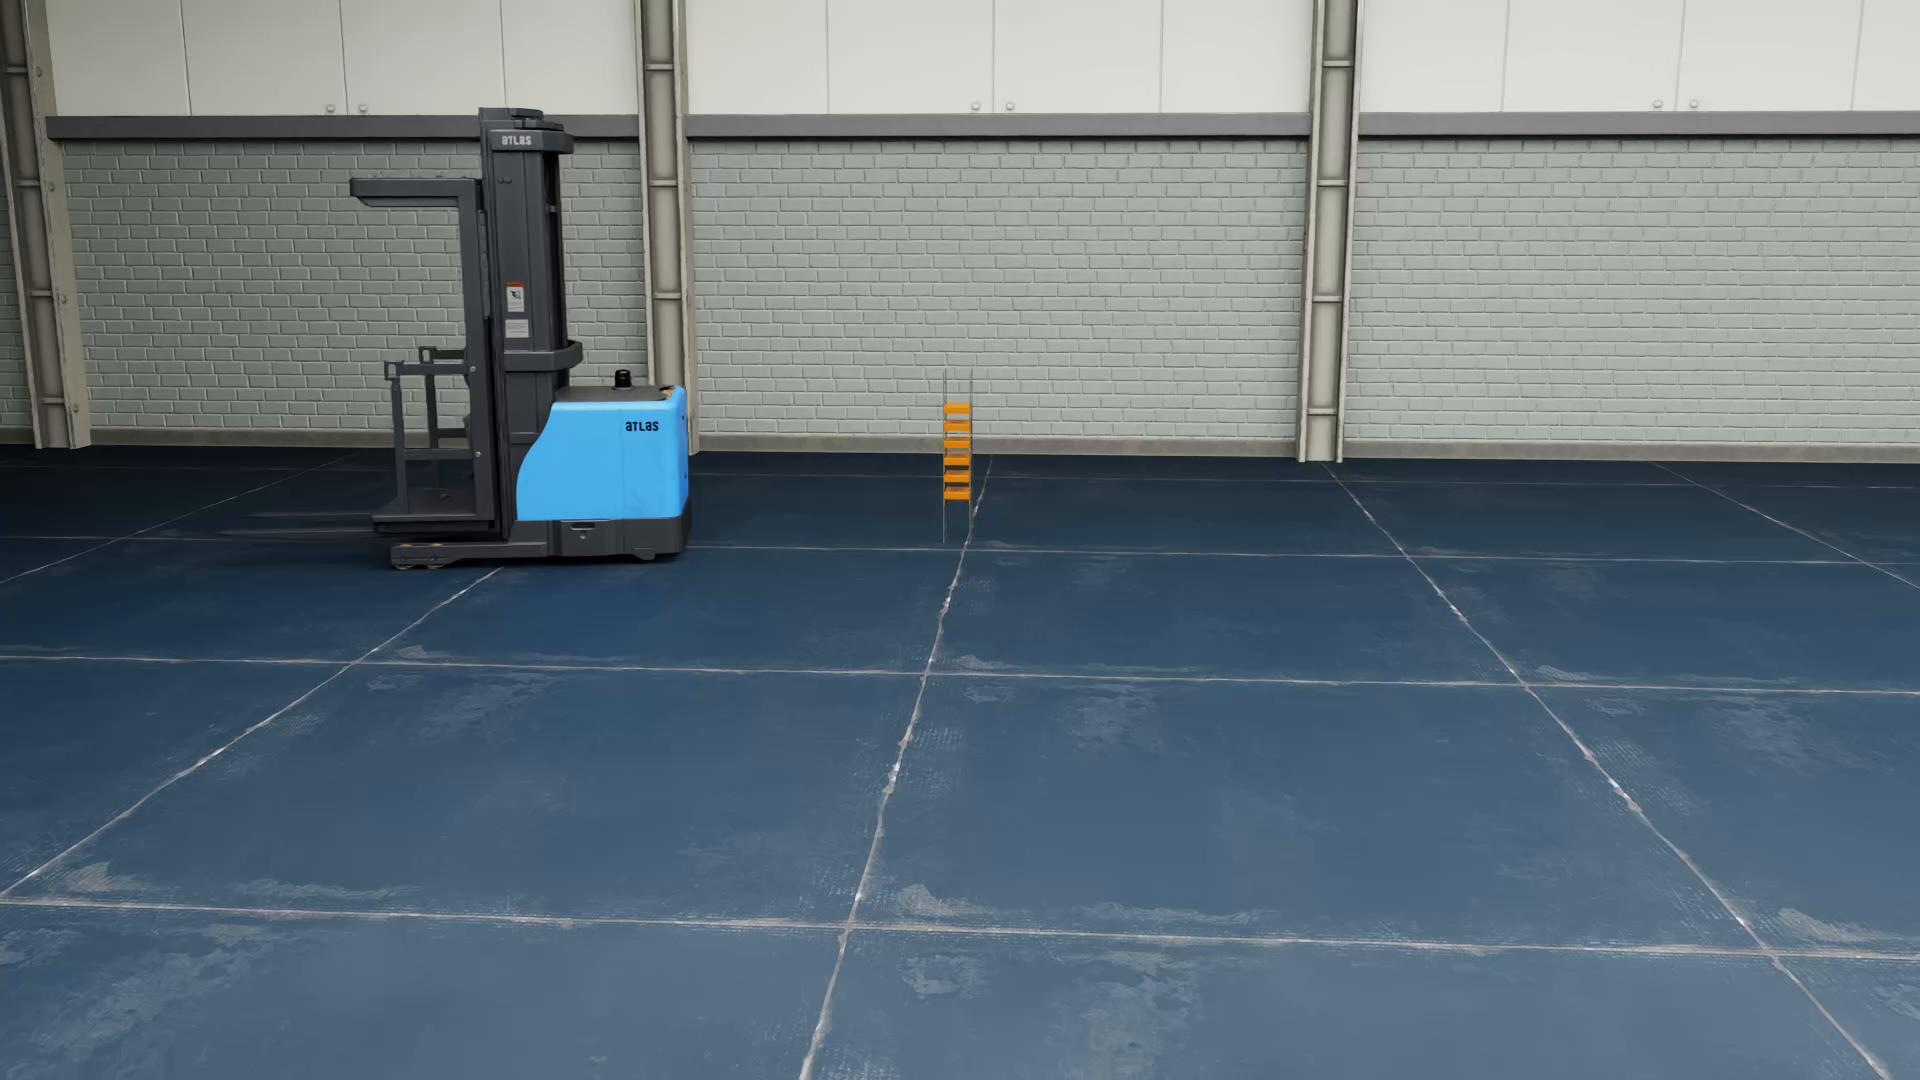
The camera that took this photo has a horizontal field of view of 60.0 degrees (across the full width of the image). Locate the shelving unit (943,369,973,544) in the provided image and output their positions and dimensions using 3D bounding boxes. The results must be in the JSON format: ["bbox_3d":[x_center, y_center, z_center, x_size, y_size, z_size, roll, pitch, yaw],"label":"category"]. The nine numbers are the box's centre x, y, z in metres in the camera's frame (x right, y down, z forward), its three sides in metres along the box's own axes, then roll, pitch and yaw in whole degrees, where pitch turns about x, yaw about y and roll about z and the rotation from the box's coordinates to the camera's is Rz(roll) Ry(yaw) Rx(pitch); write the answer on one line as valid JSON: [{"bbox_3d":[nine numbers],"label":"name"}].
[{"bbox_3d":[-0.014,-0.587,11.646,0.189,1.200,0.258,1,12,4],"label":"shelving unit"}]

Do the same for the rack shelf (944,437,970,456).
[{"bbox_3d":[-0.014,-0.661,11.631,0.180,0.103,0.258,1,12,4],"label":"rack shelf"}]

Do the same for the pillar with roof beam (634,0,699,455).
[{"bbox_3d":[-2.974,-4.350,10.584,0.400,9.000,9.100,1,12,4],"label":"pillar with roof beam"}]

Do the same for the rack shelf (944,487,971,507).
[{"bbox_3d":[-0.014,-0.309,11.704,0.180,0.103,0.258,1,12,4],"label":"rack shelf"}]

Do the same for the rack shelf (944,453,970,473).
[{"bbox_3d":[-0.014,-0.544,11.655,0.180,0.103,0.258,1,12,4],"label":"rack shelf"}]

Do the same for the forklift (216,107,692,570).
[{"bbox_3d":[-3.391,-1.355,11.085,3.031,2.935,1.130,-1,12,-5],"label":"forklift"}]

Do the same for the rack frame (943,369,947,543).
[{"bbox_3d":[-0.106,-0.589,11.652,0.006,1.200,0.240,1,12,4],"label":"rack frame"}]

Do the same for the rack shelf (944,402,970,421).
[{"bbox_3d":[-0.014,-0.896,11.582,0.180,0.103,0.258,1,12,4],"label":"rack shelf"}]

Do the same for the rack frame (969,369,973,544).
[{"bbox_3d":[0.077,-0.586,11.640,0.006,1.200,0.240,1,12,4],"label":"rack frame"}]

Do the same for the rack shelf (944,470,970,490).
[{"bbox_3d":[-0.014,-0.427,11.680,0.180,0.103,0.258,1,12,4],"label":"rack shelf"}]

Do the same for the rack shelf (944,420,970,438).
[{"bbox_3d":[-0.014,-0.779,11.606,0.180,0.103,0.258,1,12,4],"label":"rack shelf"}]

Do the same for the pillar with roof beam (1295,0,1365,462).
[{"bbox_3d":[3.013,-4.268,10.191,0.400,9.000,9.100,1,12,4],"label":"pillar with roof beam"}]

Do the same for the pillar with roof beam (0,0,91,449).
[{"bbox_3d":[-8.960,-4.432,10.976,0.400,9.000,9.100,1,12,4],"label":"pillar with roof beam"}]
